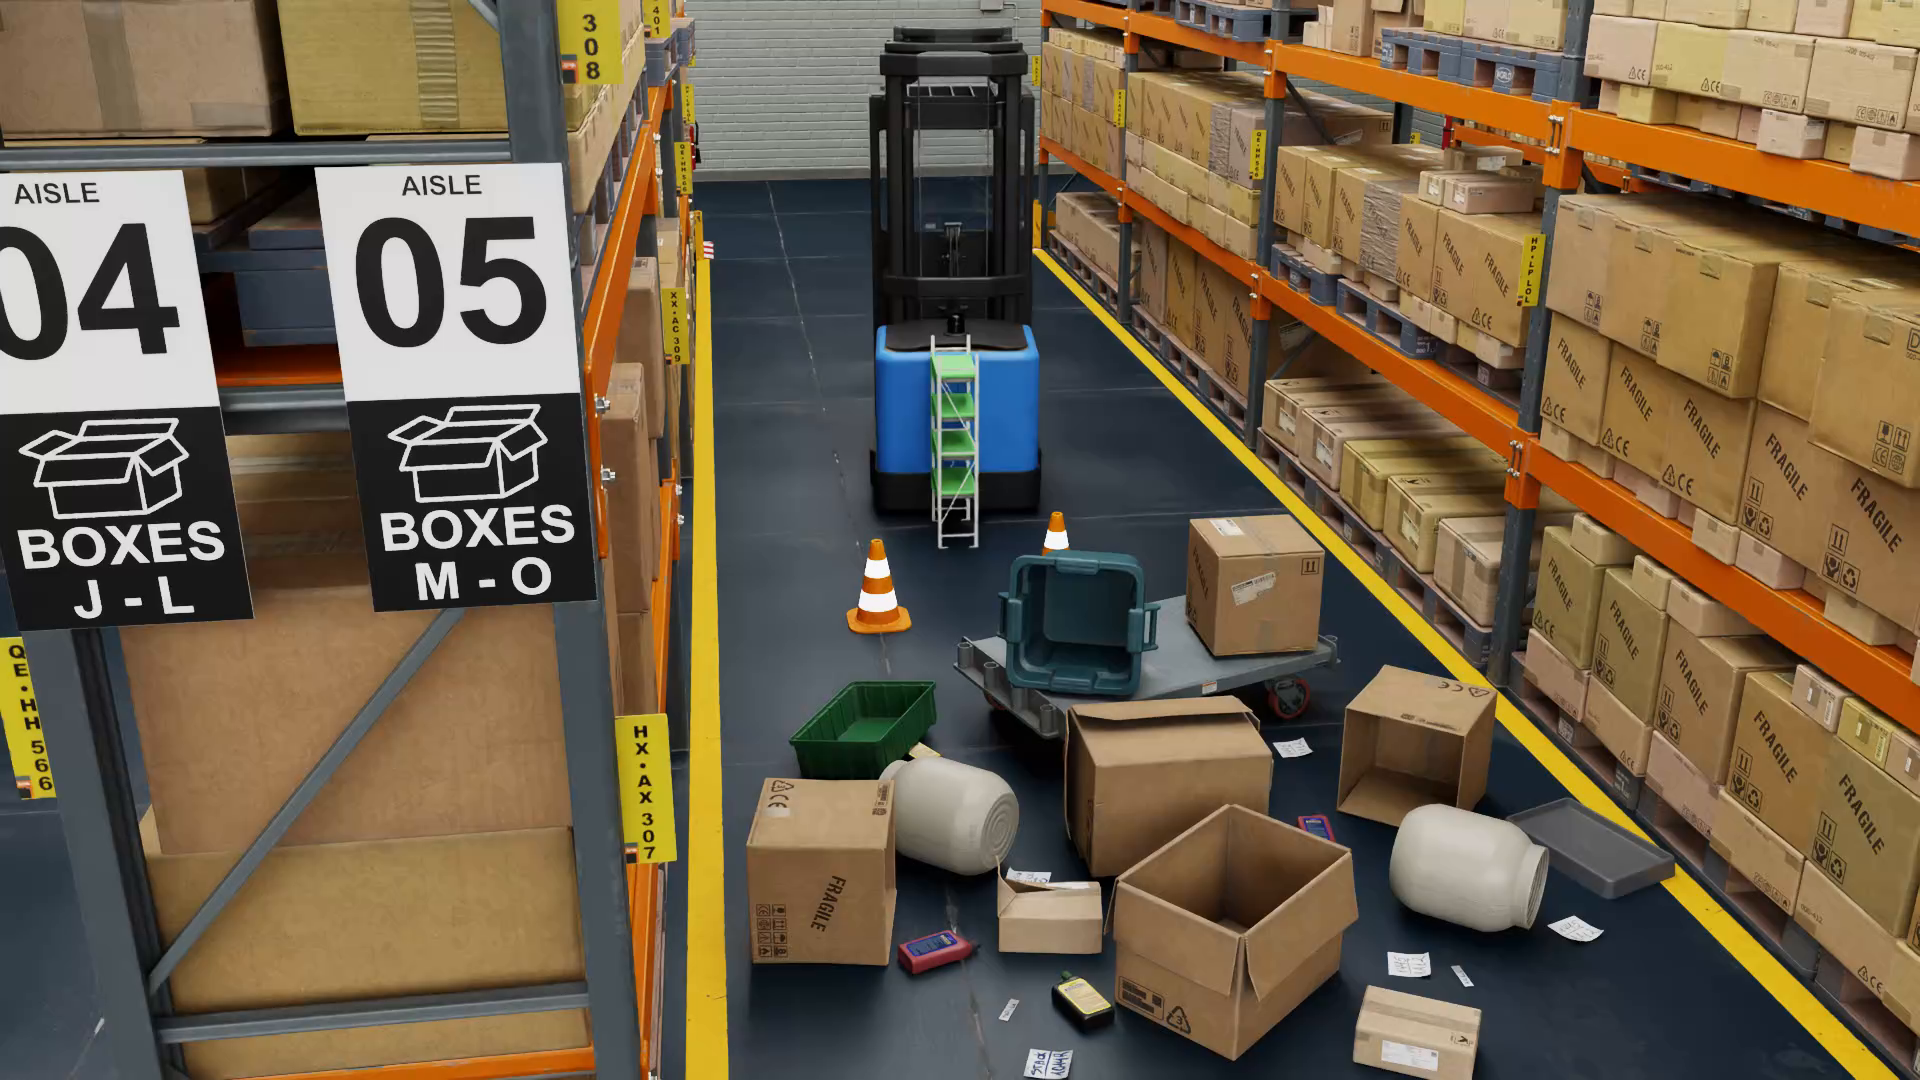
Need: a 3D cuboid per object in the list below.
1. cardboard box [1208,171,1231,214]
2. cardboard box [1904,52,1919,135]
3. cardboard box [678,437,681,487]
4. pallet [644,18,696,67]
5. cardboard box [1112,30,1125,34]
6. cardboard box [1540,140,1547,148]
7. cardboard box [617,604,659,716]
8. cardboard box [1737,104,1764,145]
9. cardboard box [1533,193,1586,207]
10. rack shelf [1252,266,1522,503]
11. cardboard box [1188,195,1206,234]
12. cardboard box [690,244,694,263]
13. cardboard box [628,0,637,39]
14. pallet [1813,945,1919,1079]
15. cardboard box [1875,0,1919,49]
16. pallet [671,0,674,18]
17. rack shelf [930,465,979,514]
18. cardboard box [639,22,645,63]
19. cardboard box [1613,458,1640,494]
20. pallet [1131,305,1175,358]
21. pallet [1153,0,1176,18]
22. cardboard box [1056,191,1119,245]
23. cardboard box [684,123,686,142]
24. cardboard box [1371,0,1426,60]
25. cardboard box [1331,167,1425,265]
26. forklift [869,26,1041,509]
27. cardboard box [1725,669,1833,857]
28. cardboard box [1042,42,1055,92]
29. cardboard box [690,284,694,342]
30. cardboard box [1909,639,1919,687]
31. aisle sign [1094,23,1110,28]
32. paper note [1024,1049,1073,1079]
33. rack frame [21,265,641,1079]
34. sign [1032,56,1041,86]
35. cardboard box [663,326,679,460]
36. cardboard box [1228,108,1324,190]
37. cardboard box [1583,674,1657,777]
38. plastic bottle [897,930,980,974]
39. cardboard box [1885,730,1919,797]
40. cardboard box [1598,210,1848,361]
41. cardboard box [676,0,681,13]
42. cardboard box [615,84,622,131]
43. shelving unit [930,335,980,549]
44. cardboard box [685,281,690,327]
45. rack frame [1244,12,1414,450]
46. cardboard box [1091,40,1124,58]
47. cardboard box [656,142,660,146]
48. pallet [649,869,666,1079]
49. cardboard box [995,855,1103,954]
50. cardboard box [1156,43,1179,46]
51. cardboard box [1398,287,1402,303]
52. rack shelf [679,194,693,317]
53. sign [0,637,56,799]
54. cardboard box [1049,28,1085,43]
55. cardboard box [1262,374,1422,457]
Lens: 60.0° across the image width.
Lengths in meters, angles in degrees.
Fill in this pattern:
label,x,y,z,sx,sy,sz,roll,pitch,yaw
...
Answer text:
label,x,y,z,sx,sy,sz,roll,pitch,yaw
cardboard box,2.166,-2.591,12.367,0.500,0.250,0.500,-3,21,-9
cardboard box,3.227,-1.317,4.956,0.500,0.250,0.500,-2,21,-6
cardboard box,-2.320,-0.738,10.520,1.050,0.750,0.750,-3,21,-8
pallet,-2.174,-2.907,9.695,1.213,0.211,1.003,-2,21,-5
cardboard box,1.842,-5.398,17.883,0.380,0.149,0.250,-3,21,-8
cardboard box,6.399,-4.247,17.658,0.380,0.149,0.250,-3,21,-8
cardboard box,-1.322,0.373,4.715,0.875,0.550,0.550,-3,21,-8
cardboard box,3.095,-1.522,6.076,0.380,0.149,0.250,-4,21,-9
cardboard box,3.227,-1.615,9.085,0.500,0.500,0.500,-3,21,-8
rack shelf,2.853,-1.066,9.810,1.077,0.370,4.000,-3,21,-8
cardboard box,2.089,-2.538,12.939,0.500,0.250,0.500,-3,21,-8
cardboard box,-2.864,-2.870,16.663,0.380,0.149,0.250,-3,21,-7
cardboard box,-1.345,-1.811,5.536,0.500,0.250,0.500,-3,21,-8
pallet,3.625,1.672,5.439,1.003,0.211,1.213,-3,21,-8
cardboard box,3.123,-1.618,5.193,0.380,0.149,0.250,-2,21,-6
pallet,-2.760,-3.934,12.445,1.213,0.211,1.003,-3,21,-8
rack shelf,-0.034,-0.313,10.208,0.258,0.148,0.480,-2,21,-5
cardboard box,-1.374,-1.847,6.202,0.380,0.149,0.250,-3,21,-8
cardboard box,3.025,-0.292,7.070,0.380,0.149,0.250,-3,21,-8
pallet,2.174,-1.910,15.029,1.003,0.211,1.213,-3,21,-8
pallet,2.169,-4.481,13.912,0.805,0.209,1.217,-4,21,-10
cardboard box,1.606,-3.638,18.731,0.875,0.438,0.875,-4,21,-10
cardboard box,-2.796,-3.737,15.366,0.500,0.500,0.500,-3,21,-8
cardboard box,2.813,-3.022,9.585,0.797,0.503,0.637,-3,21,-8
cardboard box,2.566,-1.947,9.973,0.500,0.500,0.500,-3,21,-7
forklift,-0.061,-2.034,11.473,1.130,2.935,3.031,-1,20,-2
cardboard box,3.200,0.795,6.058,0.500,0.500,0.500,-3,21,-9
cardboard box,1.199,-5.200,18.279,0.500,0.500,0.500,-3,21,-9
cardboard box,-2.540,-1.978,14.196,0.500,0.500,0.500,-3,21,-9
cardboard box,3.223,0.414,5.179,0.380,0.149,0.250,-3,21,-7
aisle sign,1.708,-6.123,18.608,0.394,0.787,0.004,-3,21,-8
paper note,0.294,1.737,5.524,0.144,0.017,0.142,4,21,11
rack frame,-1.166,0.959,3.360,1.000,3.000,0.127,-3,21,-8
sign,0.861,-5.282,18.720,0.100,0.325,0.005,-3,21,-8
cardboard box,-1.552,-0.668,7.575,0.500,0.500,0.500,-3,21,-7
cardboard box,2.231,-2.776,11.790,0.500,0.500,0.500,-3,21,-9
cardboard box,3.047,0.783,7.161,0.500,0.250,0.500,-2,21,-5
plastic bottle,-0.075,1.503,6.105,0.283,0.061,0.133,-11,23,-26
cardboard box,3.225,0.723,5.324,0.380,0.149,0.250,-2,21,-6
cardboard box,3.042,-1.023,6.672,0.700,0.500,0.500,-3,21,-7
cardboard box,-2.701,-4.704,14.450,0.500,0.250,0.500,-2,21,-5
cardboard box,-1.080,-1.143,4.319,0.380,0.149,0.250,-3,21,-8
shelving unit,-0.034,-0.598,10.101,0.258,1.200,0.503,-2,21,-5
cardboard box,-2.311,-1.786,12.611,0.500,0.250,0.500,-3,21,-7
rack frame,2.565,-2.095,11.538,1.000,3.000,0.127,-3,21,-8
cardboard box,1.507,-4.835,16.377,0.380,0.149,0.250,-3,21,-9
cardboard box,-2.458,-2.973,12.797,0.380,0.149,0.250,-4,21,-10
pallet,-1.531,1.571,5.707,1.003,0.211,1.213,-3,21,-8
cardboard box,0.328,1.358,6.202,0.396,0.266,0.258,1,20,2
cardboard box,2.093,-4.685,15.974,0.380,0.149,0.250,-3,21,-8
cardboard box,2.725,-1.404,9.446,0.380,0.149,0.250,-4,21,-10
rack shelf,-2.607,-2.166,12.756,1.077,0.370,4.000,-3,21,-8
sign,-1.705,0.329,3.056,0.100,0.325,0.005,-3,21,-8
cardboard box,1.189,-5.547,18.282,0.380,0.149,0.250,-2,21,-7
cardboard box,2.636,-0.865,11.400,0.950,0.372,0.625,-4,21,-11
